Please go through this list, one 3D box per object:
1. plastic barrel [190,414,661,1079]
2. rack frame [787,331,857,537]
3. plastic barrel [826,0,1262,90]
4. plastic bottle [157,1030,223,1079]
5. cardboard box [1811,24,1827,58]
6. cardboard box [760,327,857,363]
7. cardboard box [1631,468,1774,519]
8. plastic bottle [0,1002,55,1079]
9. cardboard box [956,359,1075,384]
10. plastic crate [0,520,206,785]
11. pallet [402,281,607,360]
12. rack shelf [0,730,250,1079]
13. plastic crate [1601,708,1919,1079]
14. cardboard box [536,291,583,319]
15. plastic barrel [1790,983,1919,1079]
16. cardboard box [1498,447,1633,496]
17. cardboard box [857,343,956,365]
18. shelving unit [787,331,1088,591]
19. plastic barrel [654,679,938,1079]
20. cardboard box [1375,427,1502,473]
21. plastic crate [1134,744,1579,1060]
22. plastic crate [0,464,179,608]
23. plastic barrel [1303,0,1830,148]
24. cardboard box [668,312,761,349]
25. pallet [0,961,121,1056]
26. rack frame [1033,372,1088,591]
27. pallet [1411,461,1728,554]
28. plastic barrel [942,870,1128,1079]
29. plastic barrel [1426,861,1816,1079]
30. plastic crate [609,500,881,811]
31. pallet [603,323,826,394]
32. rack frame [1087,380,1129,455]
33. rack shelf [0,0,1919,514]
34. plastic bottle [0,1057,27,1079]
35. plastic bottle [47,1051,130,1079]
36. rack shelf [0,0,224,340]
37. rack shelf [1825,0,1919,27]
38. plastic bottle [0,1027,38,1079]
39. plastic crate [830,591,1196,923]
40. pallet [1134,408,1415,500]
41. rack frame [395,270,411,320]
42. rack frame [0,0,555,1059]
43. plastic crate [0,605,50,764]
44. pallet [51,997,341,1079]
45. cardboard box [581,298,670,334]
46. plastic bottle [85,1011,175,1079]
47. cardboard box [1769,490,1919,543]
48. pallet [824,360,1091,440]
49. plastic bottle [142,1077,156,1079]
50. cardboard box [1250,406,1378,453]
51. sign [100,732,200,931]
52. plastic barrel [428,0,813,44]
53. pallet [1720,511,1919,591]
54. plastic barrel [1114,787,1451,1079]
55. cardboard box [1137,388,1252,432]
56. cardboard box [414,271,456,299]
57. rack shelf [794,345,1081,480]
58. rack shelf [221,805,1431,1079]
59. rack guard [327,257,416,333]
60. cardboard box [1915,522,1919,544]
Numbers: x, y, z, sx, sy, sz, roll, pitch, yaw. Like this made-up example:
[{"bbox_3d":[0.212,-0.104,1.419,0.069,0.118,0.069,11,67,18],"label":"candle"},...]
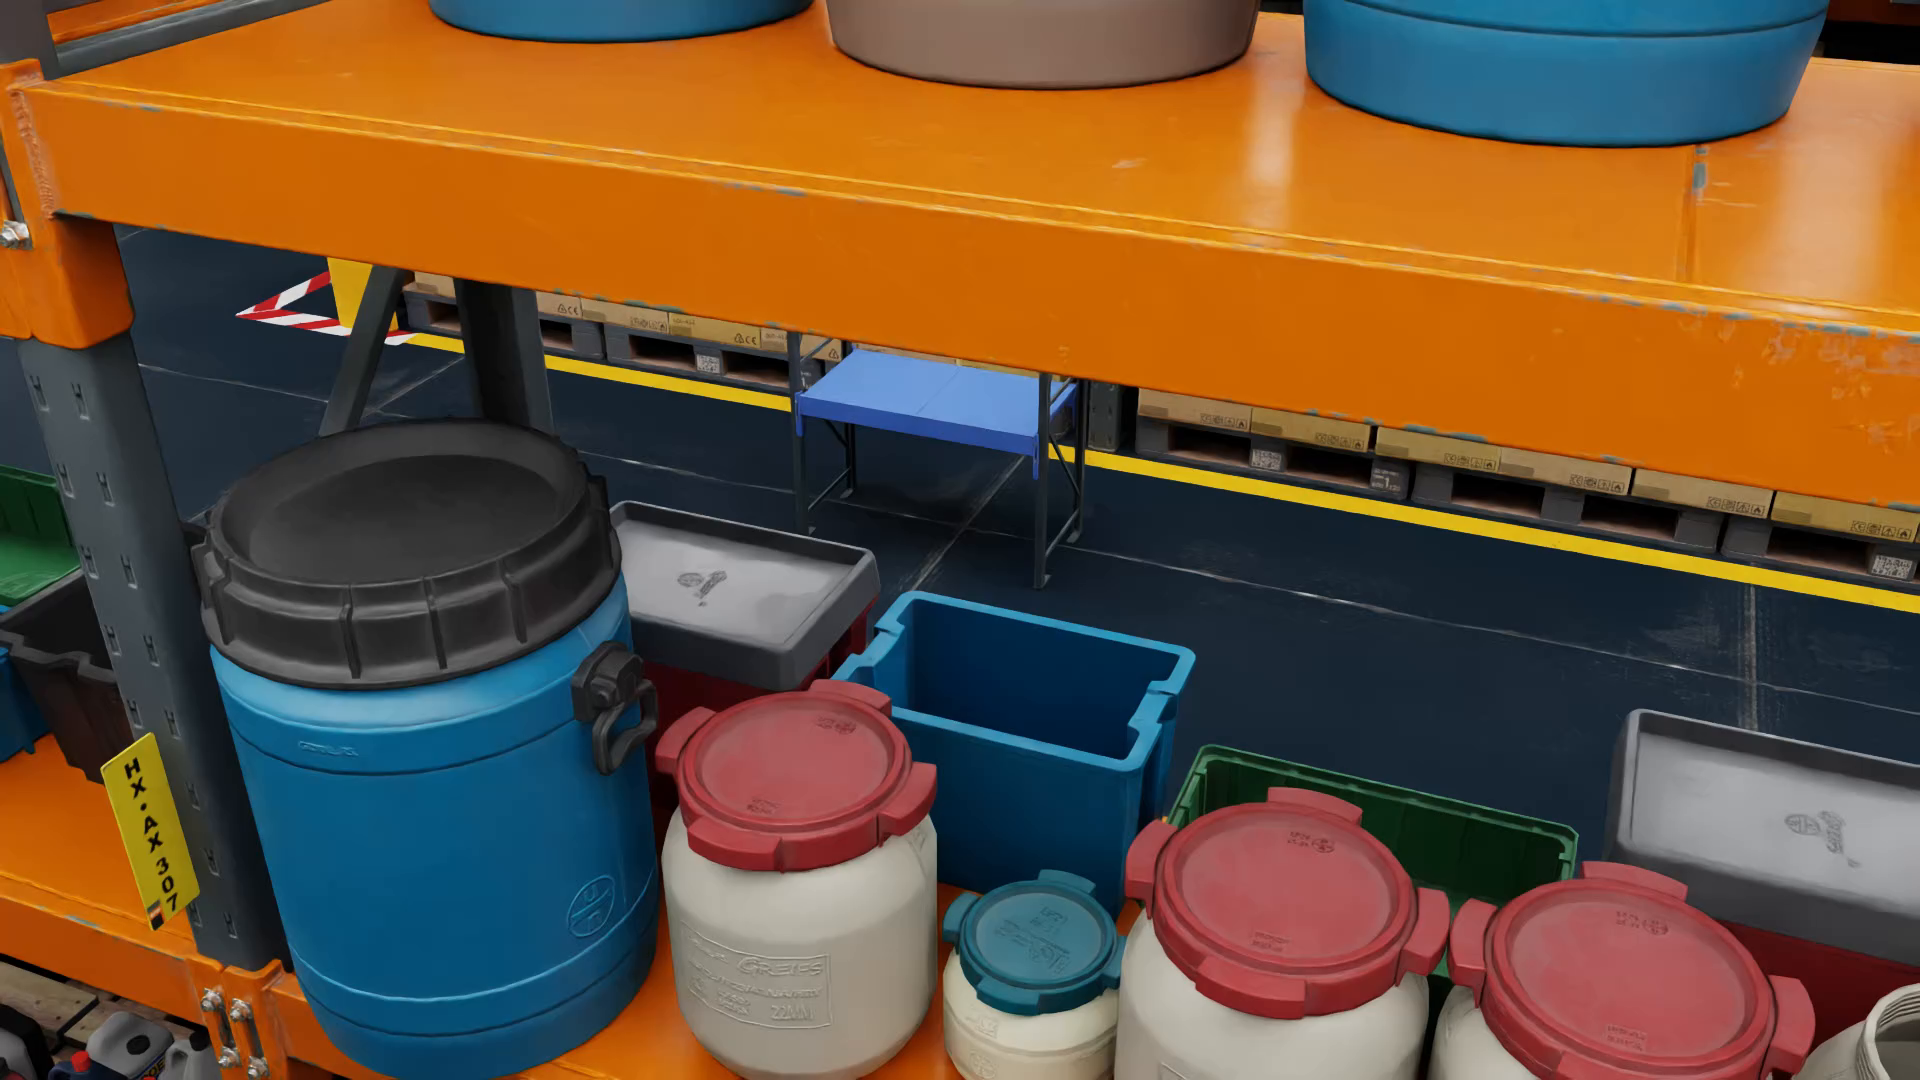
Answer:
[{"bbox_3d":[-0.805,0.323,2.621,0.708,0.901,0.600,11,31,19],"label":"plastic barrel"},{"bbox_3d":[-0.550,-0.763,6.575,0.032,1.500,0.500,11,31,19],"label":"rack frame"},{"bbox_3d":[0.110,-1.076,2.048,0.600,0.901,0.600,0,29,0],"label":"plastic barrel"},{"bbox_3d":[-1.700,1.240,3.753,0.185,0.351,0.144,11,31,19],"label":"plastic bottle"},{"bbox_3d":[5.191,-3.119,10.551,0.500,0.250,0.500,12,32,20],"label":"cardboard box"},{"bbox_3d":[-0.623,-1.081,7.982,0.500,0.250,0.500,11,31,19],"label":"cardboard box"},{"bbox_3d":[3.000,-0.346,6.682,0.500,0.250,0.500,12,32,20],"label":"cardboard box"},{"bbox_3d":[-2.216,1.188,3.913,0.133,0.283,0.061,11,31,19],"label":"plastic bottle"},{"bbox_3d":[0.305,-0.898,7.658,0.500,0.250,0.500,11,31,19],"label":"cardboard box"},{"bbox_3d":[-1.486,0.204,3.404,0.504,0.338,0.767,11,31,19],"label":"plastic crate"},{"bbox_3d":[-2.165,-1.330,8.888,1.213,0.211,1.003,11,31,19],"label":"pallet"},{"bbox_3d":[-2.902,0.275,3.947,4.000,0.370,1.077,11,31,19],"label":"rack shelf"},{"bbox_3d":[1.275,0.605,2.566,0.583,0.464,0.402,11,31,19],"label":"plastic crate"},{"bbox_3d":[-2.012,-1.361,8.476,0.500,0.250,0.500,11,31,19],"label":"cardboard box"},{"bbox_3d":[1.234,0.852,2.081,0.421,0.512,0.421,0,29,0],"label":"plastic barrel"},{"bbox_3d":[2.523,-0.440,6.848,0.500,0.250,0.500,12,32,20],"label":"cardboard box"},{"bbox_3d":[-0.155,-0.995,7.830,0.500,0.250,0.500,11,31,19],"label":"cardboard box"},{"bbox_3d":[-0.079,-0.669,6.409,1.048,1.500,0.538,11,31,19],"label":"shelving unit"},{"bbox_3d":[-0.245,0.549,2.592,0.433,0.535,0.433,0,29,0],"label":"plastic barrel"},{"bbox_3d":[2.052,-0.535,7.015,0.500,0.250,0.500,10,31,18],"label":"cardboard box"},{"bbox_3d":[0.671,0.617,2.825,0.662,0.188,0.450,11,31,19],"label":"plastic crate"},{"bbox_3d":[-2.201,0.044,3.839,0.662,0.188,0.450,11,31,19],"label":"plastic crate"},{"bbox_3d":[0.716,-0.955,1.834,0.708,0.901,0.600,11,31,19],"label":"plastic barrel"},{"bbox_3d":[-1.087,-1.173,8.145,0.500,0.250,0.500,11,31,19],"label":"cardboard box"},{"bbox_3d":[-2.790,1.177,4.453,1.213,0.211,1.003,11,31,19],"label":"pallet"},{"bbox_3d":[0.392,-0.575,6.242,0.032,1.500,0.500,11,31,19],"label":"rack frame"},{"bbox_3d":[2.649,-0.369,7.188,1.213,0.211,1.003,11,31,19],"label":"pallet"},{"bbox_3d":[0.120,0.707,2.592,0.301,0.262,0.301,0,29,0],"label":"plastic barrel"},{"bbox_3d":[0.836,0.765,2.210,0.433,0.535,0.433,0,29,0],"label":"plastic barrel"},{"bbox_3d":[-0.485,0.254,3.188,0.583,0.464,0.402,11,31,19],"label":"plastic crate"},{"bbox_3d":[-1.039,-1.104,8.488,1.213,0.211,1.003,11,31,19],"label":"pallet"},{"bbox_3d":[0.817,-1.926,7.110,0.127,3.000,1.000,11,31,19],"label":"rack frame"},{"bbox_3d":[0.804,-0.291,1.899,4.000,0.370,1.077,11,31,19],"label":"rack shelf"},{"bbox_3d":[-2.098,1.288,3.736,0.133,0.283,0.061,13,32,22],"label":"plastic bottle"},{"bbox_3d":[-1.932,1.270,3.700,0.185,0.351,0.144,10,31,17],"label":"plastic bottle"},{"bbox_3d":[-2.902,-1.031,3.209,4.000,0.370,1.077,11,31,19],"label":"rack shelf"},{"bbox_3d":[4.529,-3.502,10.629,4.000,0.370,1.077,11,31,19],"label":"rack shelf"},{"bbox_3d":[-2.231,1.210,3.805,0.185,0.351,0.144,11,31,19],"label":"plastic bottle"},{"bbox_3d":[0.090,0.401,3.009,0.575,0.384,0.392,11,31,19],"label":"plastic crate"},{"bbox_3d":[1.514,-0.594,7.586,1.213,0.211,1.003,11,31,19],"label":"pallet"},{"bbox_3d":[-2.890,-2.666,8.419,0.127,3.000,1.000,11,31,19],"label":"rack frame"},{"bbox_3d":[-1.050,0.333,3.112,0.053,2.616,0.949,11,31,19],"label":"rack frame"},{"bbox_3d":[-2.176,0.315,3.295,0.616,0.251,0.499,11,31,19],"label":"plastic crate"},{"bbox_3d":[-1.655,1.402,4.055,1.213,0.211,1.003,11,31,19],"label":"pallet"},{"bbox_3d":[-1.548,-1.268,8.312,0.500,0.250,0.500,11,31,19],"label":"cardboard box"},{"bbox_3d":[-1.899,1.230,3.846,0.135,0.276,0.152,11,31,19],"label":"plastic bottle"},{"bbox_3d":[3.465,-0.252,6.515,0.500,0.250,0.500,11,31,19],"label":"cardboard box"},{"bbox_3d":[0.096,-0.879,8.090,1.213,0.211,1.003,11,31,19],"label":"pallet"},{"bbox_3d":[-1.754,1.305,3.637,0.185,0.351,0.144,10,31,18],"label":"plastic bottle"},{"bbox_3d":[1.571,-0.629,7.183,0.500,0.250,0.500,12,32,20],"label":"cardboard box"},{"bbox_3d":[-1.266,0.460,2.607,0.005,0.325,0.100,11,31,19],"label":"sign"},{"bbox_3d":[-0.496,-1.197,2.262,0.708,0.901,0.600,11,31,19],"label":"plastic barrel"},{"bbox_3d":[3.775,-0.142,6.788,1.213,0.211,1.003,11,31,19],"label":"pallet"},{"bbox_3d":[0.435,0.685,2.351,0.433,0.535,0.433,0,29,0],"label":"plastic barrel"},{"bbox_3d":[1.098,-0.725,7.351,0.500,0.250,0.500,11,31,18],"label":"cardboard box"},{"bbox_3d":[-2.476,-1.451,8.637,0.500,0.250,0.500,11,31,19],"label":"cardboard box"},{"bbox_3d":[-0.079,-0.512,6.497,1.000,0.185,0.538,11,31,19],"label":"rack shelf"},{"bbox_3d":[0.804,1.015,2.637,4.000,0.370,1.077,11,31,19],"label":"rack shelf"},{"bbox_3d":[-2.912,-1.583,9.042,0.348,0.500,1.175,11,31,19],"label":"rack guard"},{"bbox_3d":[3.944,-0.158,6.349,0.500,0.250,0.500,12,32,20],"label":"cardboard box"}]
